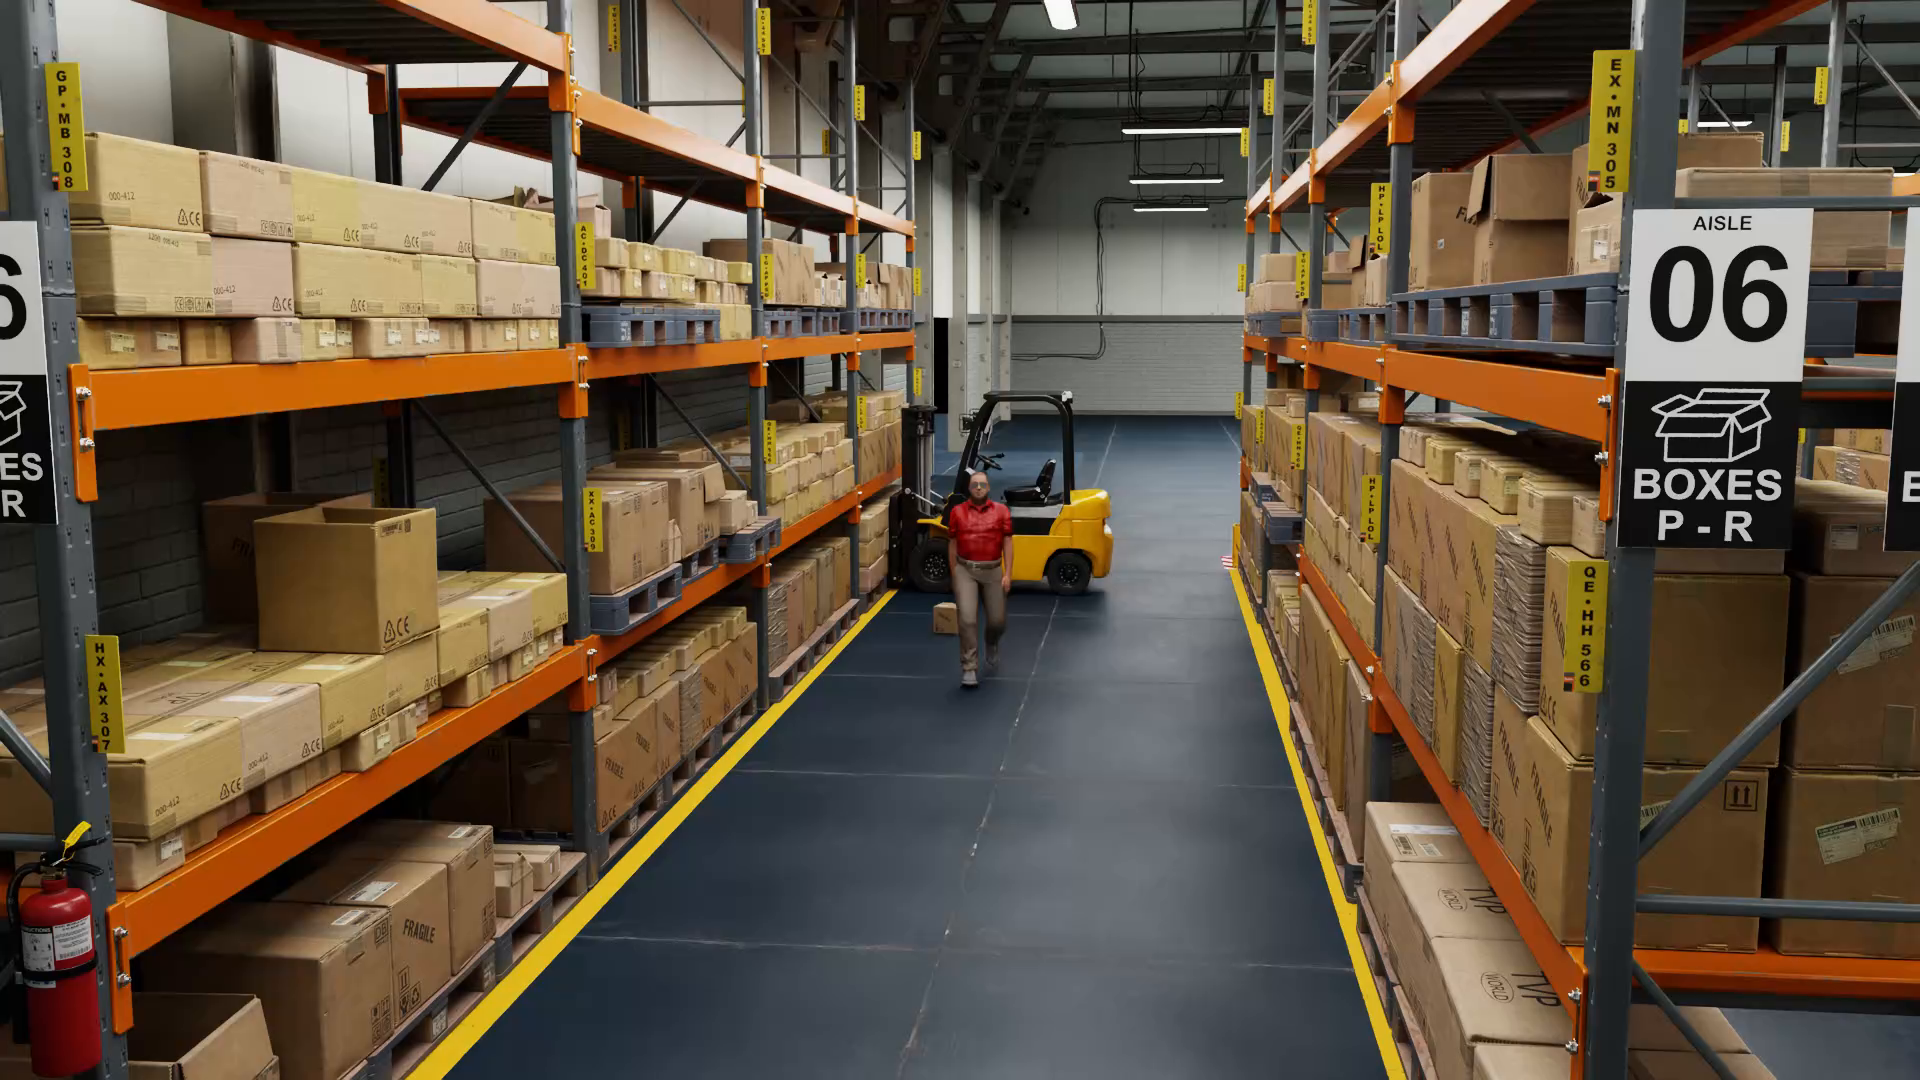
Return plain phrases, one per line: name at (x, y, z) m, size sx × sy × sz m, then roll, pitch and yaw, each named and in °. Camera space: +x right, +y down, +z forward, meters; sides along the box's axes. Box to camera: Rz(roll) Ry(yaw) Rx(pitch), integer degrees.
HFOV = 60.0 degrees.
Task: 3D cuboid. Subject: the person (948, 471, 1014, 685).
person at (0.171, 0.285, 13.614) m, size 0.535 × 1.699 × 0.778 m, roll 0°, pitch 8°, yaw -1°
